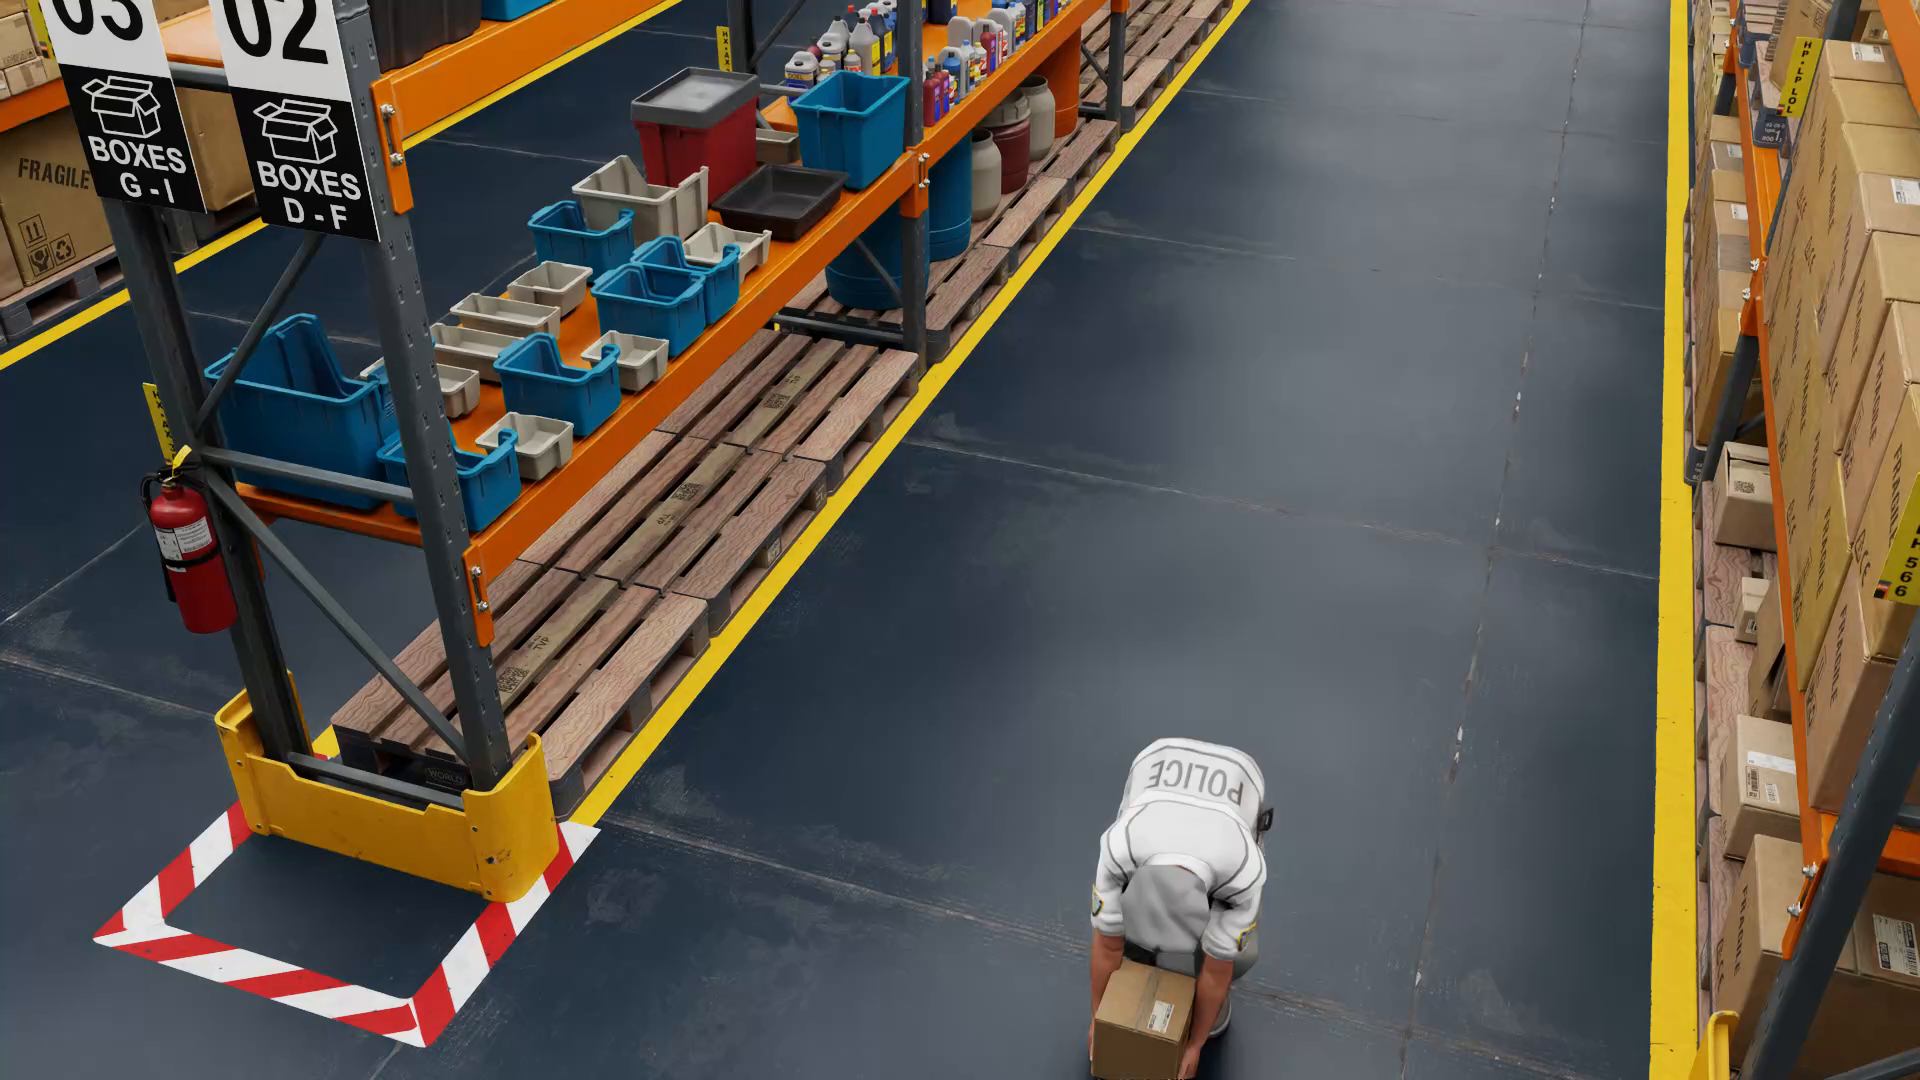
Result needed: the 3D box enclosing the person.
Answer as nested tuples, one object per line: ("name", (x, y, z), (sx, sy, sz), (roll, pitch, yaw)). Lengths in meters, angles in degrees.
("person", (0.657, 1.130, 5.068), (0.529, 1.025, 1.019), (10, 34, 15))
